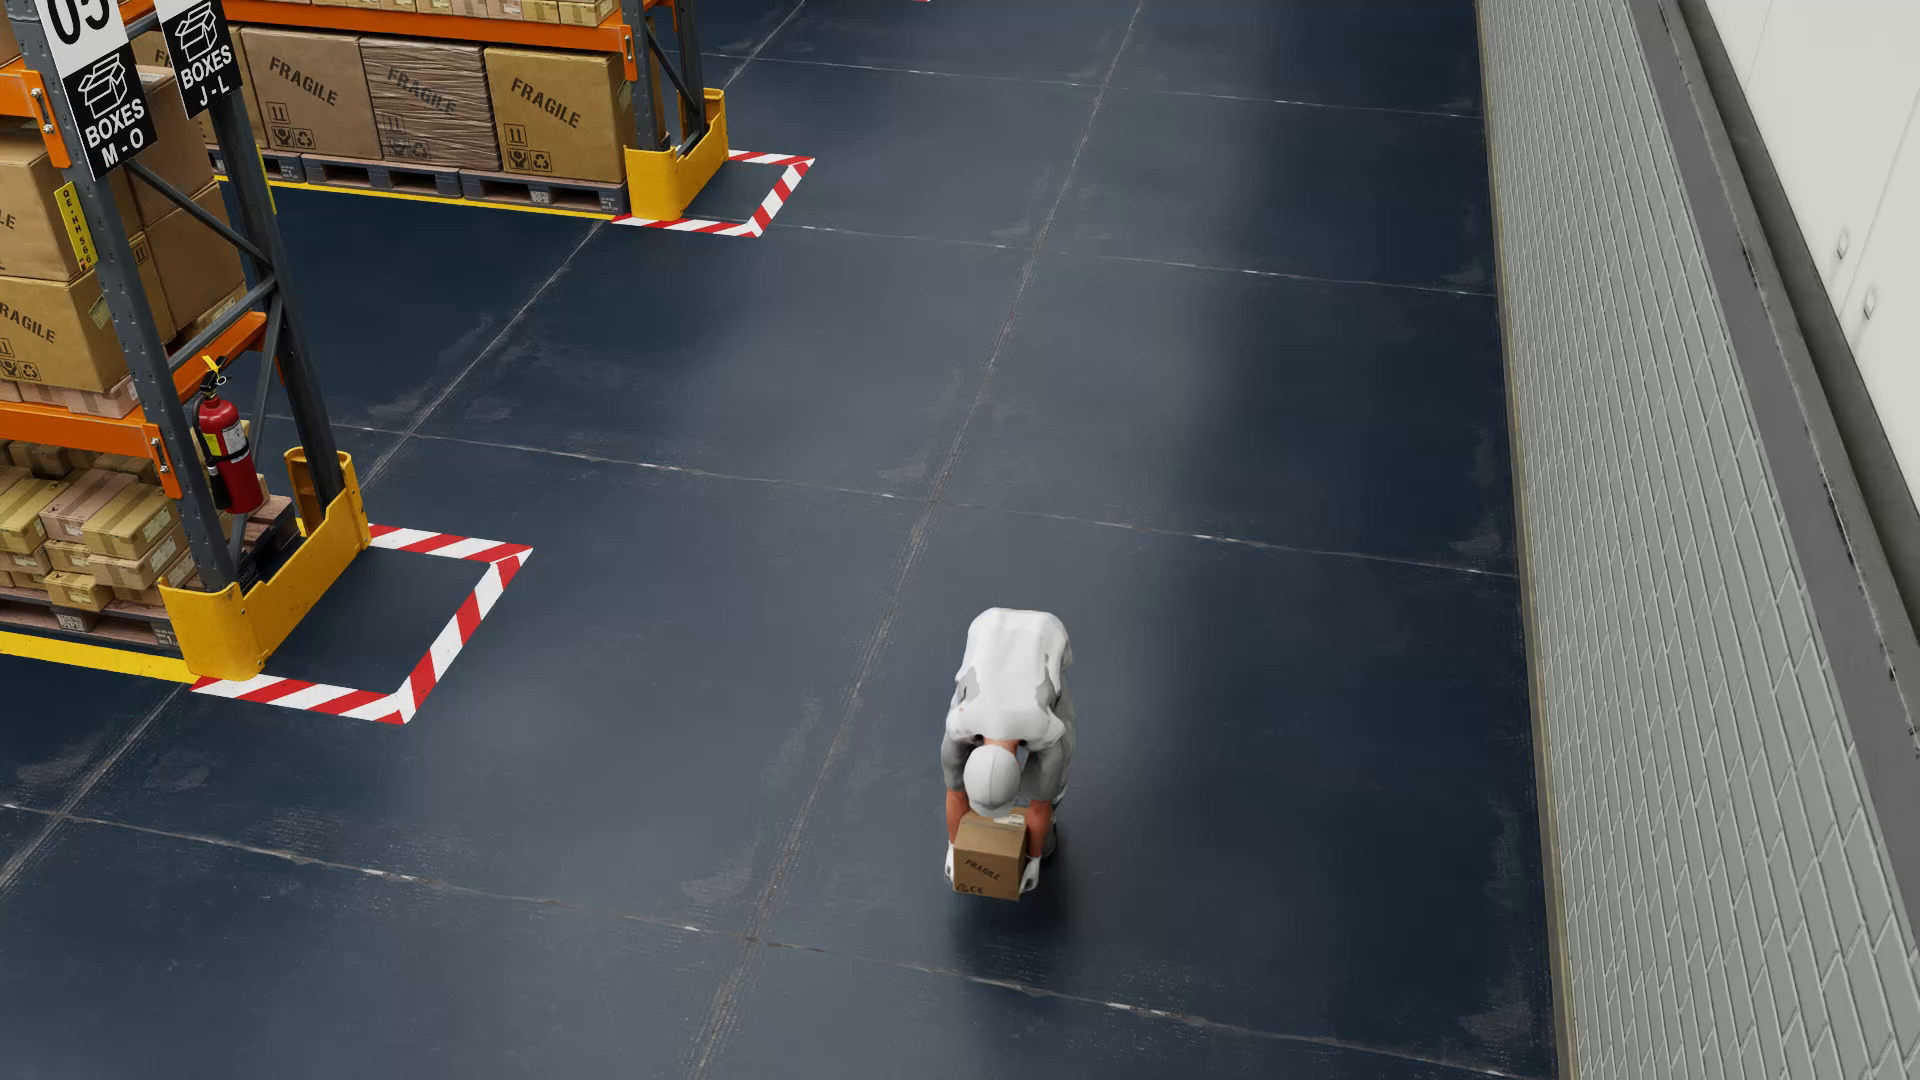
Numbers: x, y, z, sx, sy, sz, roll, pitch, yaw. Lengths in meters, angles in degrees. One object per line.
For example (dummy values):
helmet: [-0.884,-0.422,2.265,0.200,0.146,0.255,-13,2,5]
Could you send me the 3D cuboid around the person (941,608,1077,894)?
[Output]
person: [0.174,0.882,6.344,0.514,1.072,0.964,6,37,8]
